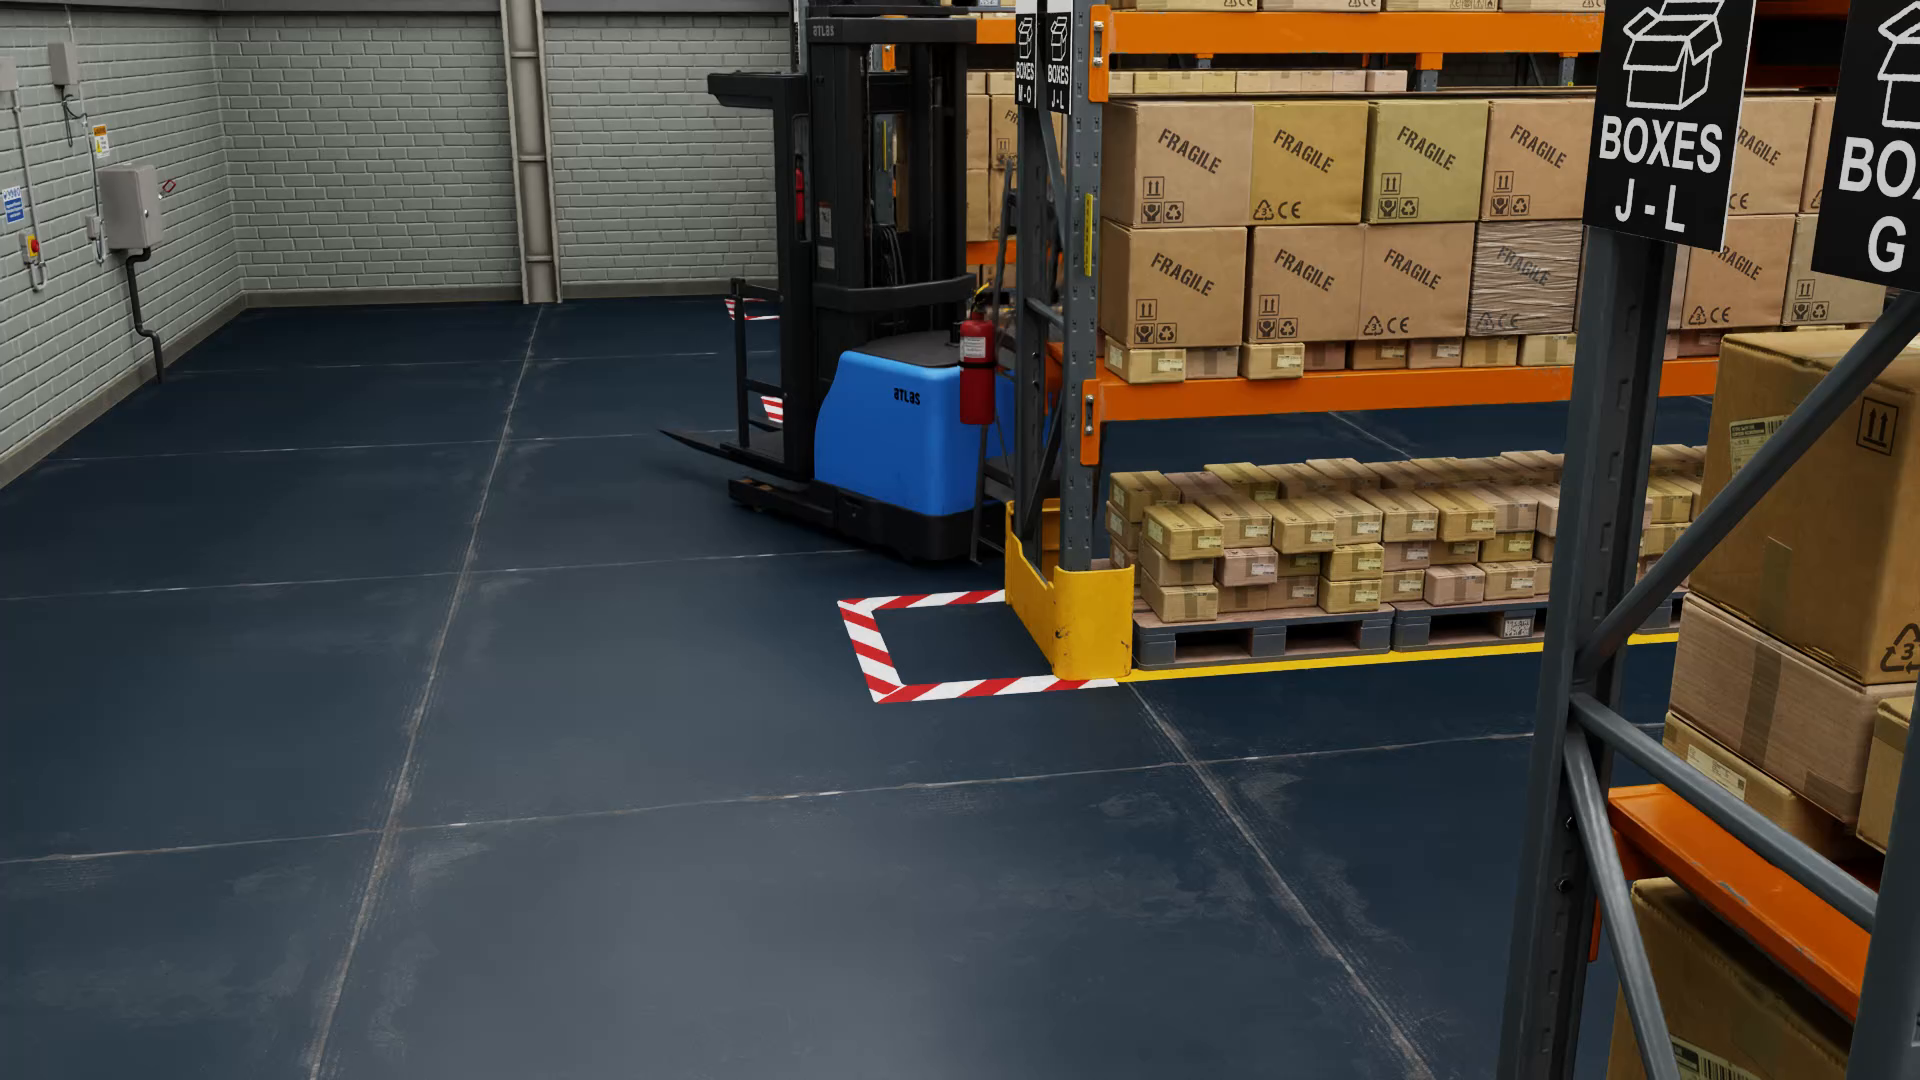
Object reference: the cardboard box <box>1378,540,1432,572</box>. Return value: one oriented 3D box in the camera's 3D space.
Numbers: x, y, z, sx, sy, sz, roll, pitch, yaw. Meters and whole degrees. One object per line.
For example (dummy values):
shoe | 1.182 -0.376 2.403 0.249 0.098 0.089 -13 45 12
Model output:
cardboard box | 1.999 0.016 7.784 0.250 0.149 0.380 -4 18 -13

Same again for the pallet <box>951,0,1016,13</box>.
pallet | 0.106 -3.842 11.755 1.213 0.211 1.003 -3 17 -10

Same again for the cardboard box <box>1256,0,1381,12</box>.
cardboard box | 1.425 -2.327 6.925 0.500 0.250 0.500 -3 17 -9

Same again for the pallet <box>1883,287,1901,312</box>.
pallet | 5.124 -1.117 8.166 1.213 0.211 1.003 -3 17 -10

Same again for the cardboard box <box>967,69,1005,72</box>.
cardboard box | 0.176 -3.380 12.229 0.250 0.149 0.380 -3 17 -11

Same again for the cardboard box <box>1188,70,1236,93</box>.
cardboard box | 1.798 -3.303 11.980 0.250 0.149 0.380 -4 17 -12

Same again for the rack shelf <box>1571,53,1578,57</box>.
rack shelf | 8.253 -5.484 18.175 4.000 0.370 1.077 -3 17 -10

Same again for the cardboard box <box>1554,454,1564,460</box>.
cardboard box | 3.196 -0.323 8.382 0.250 0.149 0.380 -4 17 -12

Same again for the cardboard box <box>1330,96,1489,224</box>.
cardboard box | 1.919 -1.654 7.209 0.500 0.500 0.500 -4 17 -12

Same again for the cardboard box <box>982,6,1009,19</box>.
cardboard box | 0.315 -5.159 16.319 0.250 0.149 0.380 -3 17 -10

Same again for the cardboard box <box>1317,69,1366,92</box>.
cardboard box | 2.786 -3.373 12.206 0.250 0.149 0.380 -3 17 -9

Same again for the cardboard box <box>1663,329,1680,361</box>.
cardboard box | 3.085 -0.930 7.659 0.250 0.149 0.380 -4 18 -13

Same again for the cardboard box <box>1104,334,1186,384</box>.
cardboard box | 0.798 -0.789 7.199 0.250 0.149 0.380 -3 17 -11

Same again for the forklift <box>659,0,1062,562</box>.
forklift | -0.734 -1.647 9.683 1.130 2.935 3.031 -14 22 -39

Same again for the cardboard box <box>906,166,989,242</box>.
cardboard box | -0.094 -2.398 11.841 0.500 0.500 0.500 -3 17 -11

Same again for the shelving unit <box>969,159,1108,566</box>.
shelving unit | 0.455 -0.837 8.379 0.503 2.100 0.431 -14 30 -38

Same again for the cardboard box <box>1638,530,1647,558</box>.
cardboard box | 3.062 -0.035 7.950 0.250 0.149 0.380 -3 17 -9

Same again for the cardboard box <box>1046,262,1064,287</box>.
cardboard box | 0.919 -2.944 17.330 0.500 0.500 0.700 -4 18 -13

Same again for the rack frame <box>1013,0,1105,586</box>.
rack frame | 0.418 -0.985 7.411 0.127 3.000 1.000 -3 17 -10

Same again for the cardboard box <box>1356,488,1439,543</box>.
cardboard box | 2.019 -0.116 7.709 0.250 0.149 0.380 -3 17 -8

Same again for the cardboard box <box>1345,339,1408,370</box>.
cardboard box | 1.814 -0.876 7.484 0.250 0.149 0.380 -3 17 -11

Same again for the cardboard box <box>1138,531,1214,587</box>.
cardboard box | 0.981 0.079 7.578 0.250 0.149 0.380 -3 17 -8

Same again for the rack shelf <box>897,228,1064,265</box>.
rack shelf | 1.344 -2.174 12.507 4.000 0.370 1.077 -3 17 -10

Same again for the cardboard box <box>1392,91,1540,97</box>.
cardboard box | 2.345 -1.841 7.815 0.500 0.500 0.500 -4 17 -12

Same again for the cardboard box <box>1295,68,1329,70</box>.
cardboard box | 2.700 -3.504 12.632 0.250 0.149 0.380 -3 17 -10

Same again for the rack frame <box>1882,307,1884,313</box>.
rack frame | 7.235 -2.852 13.489 0.127 3.000 1.000 -3 17 -10

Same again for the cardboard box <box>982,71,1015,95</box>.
cardboard box | 0.302 -3.199 11.640 0.250 0.149 0.380 -3 17 -9

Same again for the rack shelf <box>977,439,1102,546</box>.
rack shelf | 0.396 -0.183 8.658 0.480 0.518 0.431 -14 30 -38

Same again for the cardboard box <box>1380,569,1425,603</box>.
cardboard box | 1.981 0.162 7.817 0.250 0.149 0.380 -3 17 -10

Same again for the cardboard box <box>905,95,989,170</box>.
cardboard box | -0.095 -2.877 11.696 0.500 0.500 0.500 -4 17 -12

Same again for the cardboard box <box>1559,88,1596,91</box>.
cardboard box | 4.781 -3.160 12.619 0.500 0.500 0.500 -4 17 -12

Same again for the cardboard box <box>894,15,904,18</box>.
cardboard box | -0.701 -5.133 16.235 0.250 0.149 0.380 -3 17 -10

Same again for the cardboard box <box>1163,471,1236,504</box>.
cardboard box | 1.147 -0.208 8.006 0.250 0.149 0.380 -3 17 -9

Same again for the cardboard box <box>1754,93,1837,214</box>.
cardboard box | 3.935 -1.772 7.592 0.500 0.500 0.500 -4 17 -12

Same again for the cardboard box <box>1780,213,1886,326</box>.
cardboard box | 3.924 -1.290 7.725 0.500 0.500 0.500 -3 17 -10

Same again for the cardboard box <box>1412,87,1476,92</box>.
cardboard box | 3.698 -3.252 12.919 0.500 0.500 0.500 -3 17 -9

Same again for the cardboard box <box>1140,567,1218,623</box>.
cardboard box | 0.993 0.240 7.562 0.250 0.149 0.380 -3 17 -9

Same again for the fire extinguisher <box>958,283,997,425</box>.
fire extinguisher | 0.083 -0.889 7.864 0.183 0.674 0.296 -3 17 -10

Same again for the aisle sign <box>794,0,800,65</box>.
aisle sign | -1.577 -4.992 16.027 0.004 0.787 0.394 -3 17 -10

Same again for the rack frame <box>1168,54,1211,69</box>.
rack frame | 2.362 -4.060 17.422 0.127 3.000 1.000 -3 17 -10

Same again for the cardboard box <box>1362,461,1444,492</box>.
cardboard box | 2.177 -0.268 8.204 0.250 0.149 0.380 -4 17 -12

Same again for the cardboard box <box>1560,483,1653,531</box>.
cardboard box | 3.041 -0.160 7.852 0.250 0.149 0.380 -4 18 -13

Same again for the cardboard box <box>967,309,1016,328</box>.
cardboard box | 0.009 -1.448 12.566 0.875 0.438 0.875 -4 17 -12

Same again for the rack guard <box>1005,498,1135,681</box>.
rack guard | 0.493 0.205 7.791 0.348 0.500 1.175 -3 17 -10

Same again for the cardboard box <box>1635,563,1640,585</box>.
cardboard box | 3.009 0.132 7.914 0.250 0.149 0.380 -3 17 -11

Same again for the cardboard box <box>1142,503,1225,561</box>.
cardboard box | 0.997 -0.039 7.456 0.250 0.149 0.380 -4 18 -13

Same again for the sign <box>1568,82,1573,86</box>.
sign | 6.402 -4.643 17.481 0.005 0.325 0.100 -3 17 -10

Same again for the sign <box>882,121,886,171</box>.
sign | -0.521 -2.698 11.378 0.005 0.325 0.100 -3 17 -10

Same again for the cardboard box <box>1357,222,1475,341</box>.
cardboard box | 1.915 -1.181 7.372 0.500 0.500 0.500 -3 17 -10

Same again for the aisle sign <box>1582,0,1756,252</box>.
aisle sign | 1.132 -0.875 2.624 0.004 0.787 0.394 -3 17 -10

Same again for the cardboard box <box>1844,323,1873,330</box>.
cardboard box | 4.110 -1.005 7.901 0.250 0.149 0.380 -3 17 -11

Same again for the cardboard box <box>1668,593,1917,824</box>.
cardboard box | 1.685 0.276 3.052 0.500 0.250 0.500 -4 17 -11
